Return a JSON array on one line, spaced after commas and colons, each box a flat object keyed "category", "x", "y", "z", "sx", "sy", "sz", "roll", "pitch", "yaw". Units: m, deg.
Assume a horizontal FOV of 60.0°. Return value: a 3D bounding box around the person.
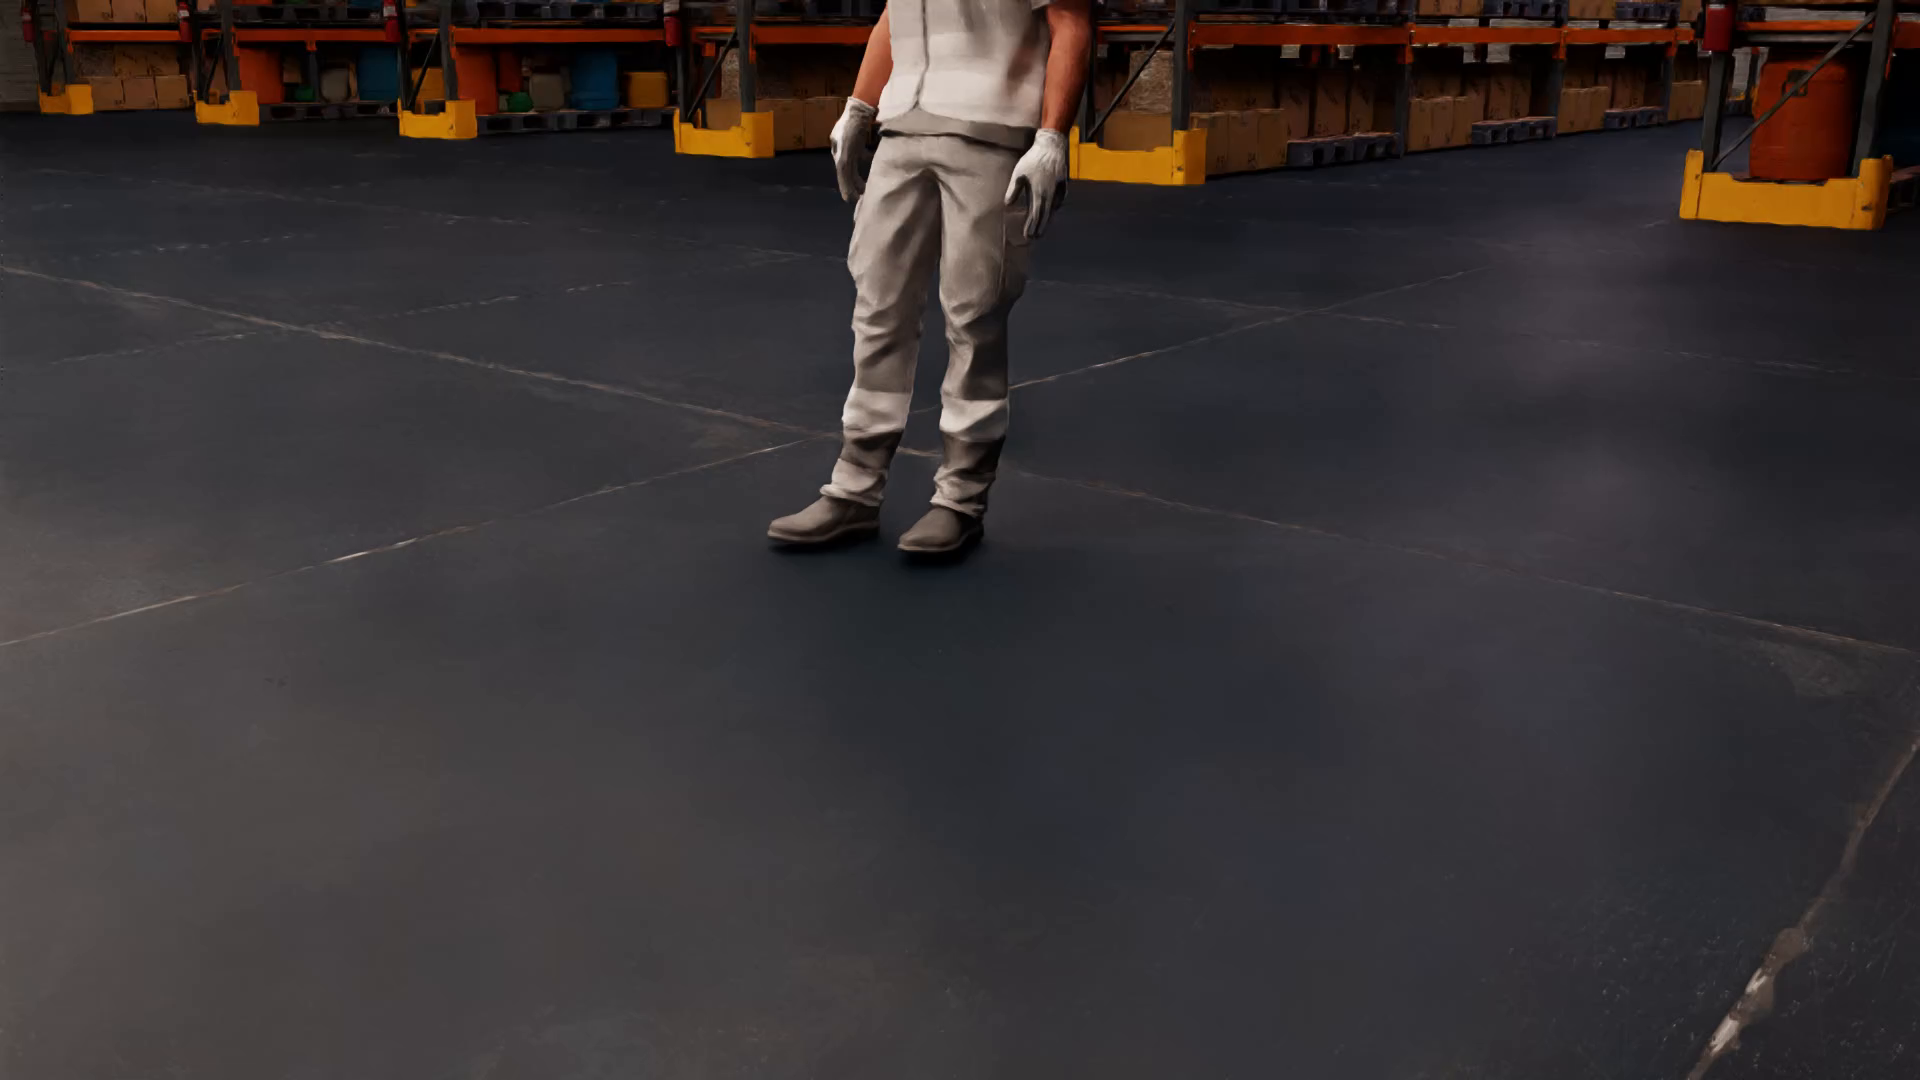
[{"category": "person", "x": -0.060, "y": -0.847, "z": 3.627, "sx": 0.637, "sy": 1.787, "sz": 0.563, "roll": 13, "pitch": 21, "yaw": 37}]
